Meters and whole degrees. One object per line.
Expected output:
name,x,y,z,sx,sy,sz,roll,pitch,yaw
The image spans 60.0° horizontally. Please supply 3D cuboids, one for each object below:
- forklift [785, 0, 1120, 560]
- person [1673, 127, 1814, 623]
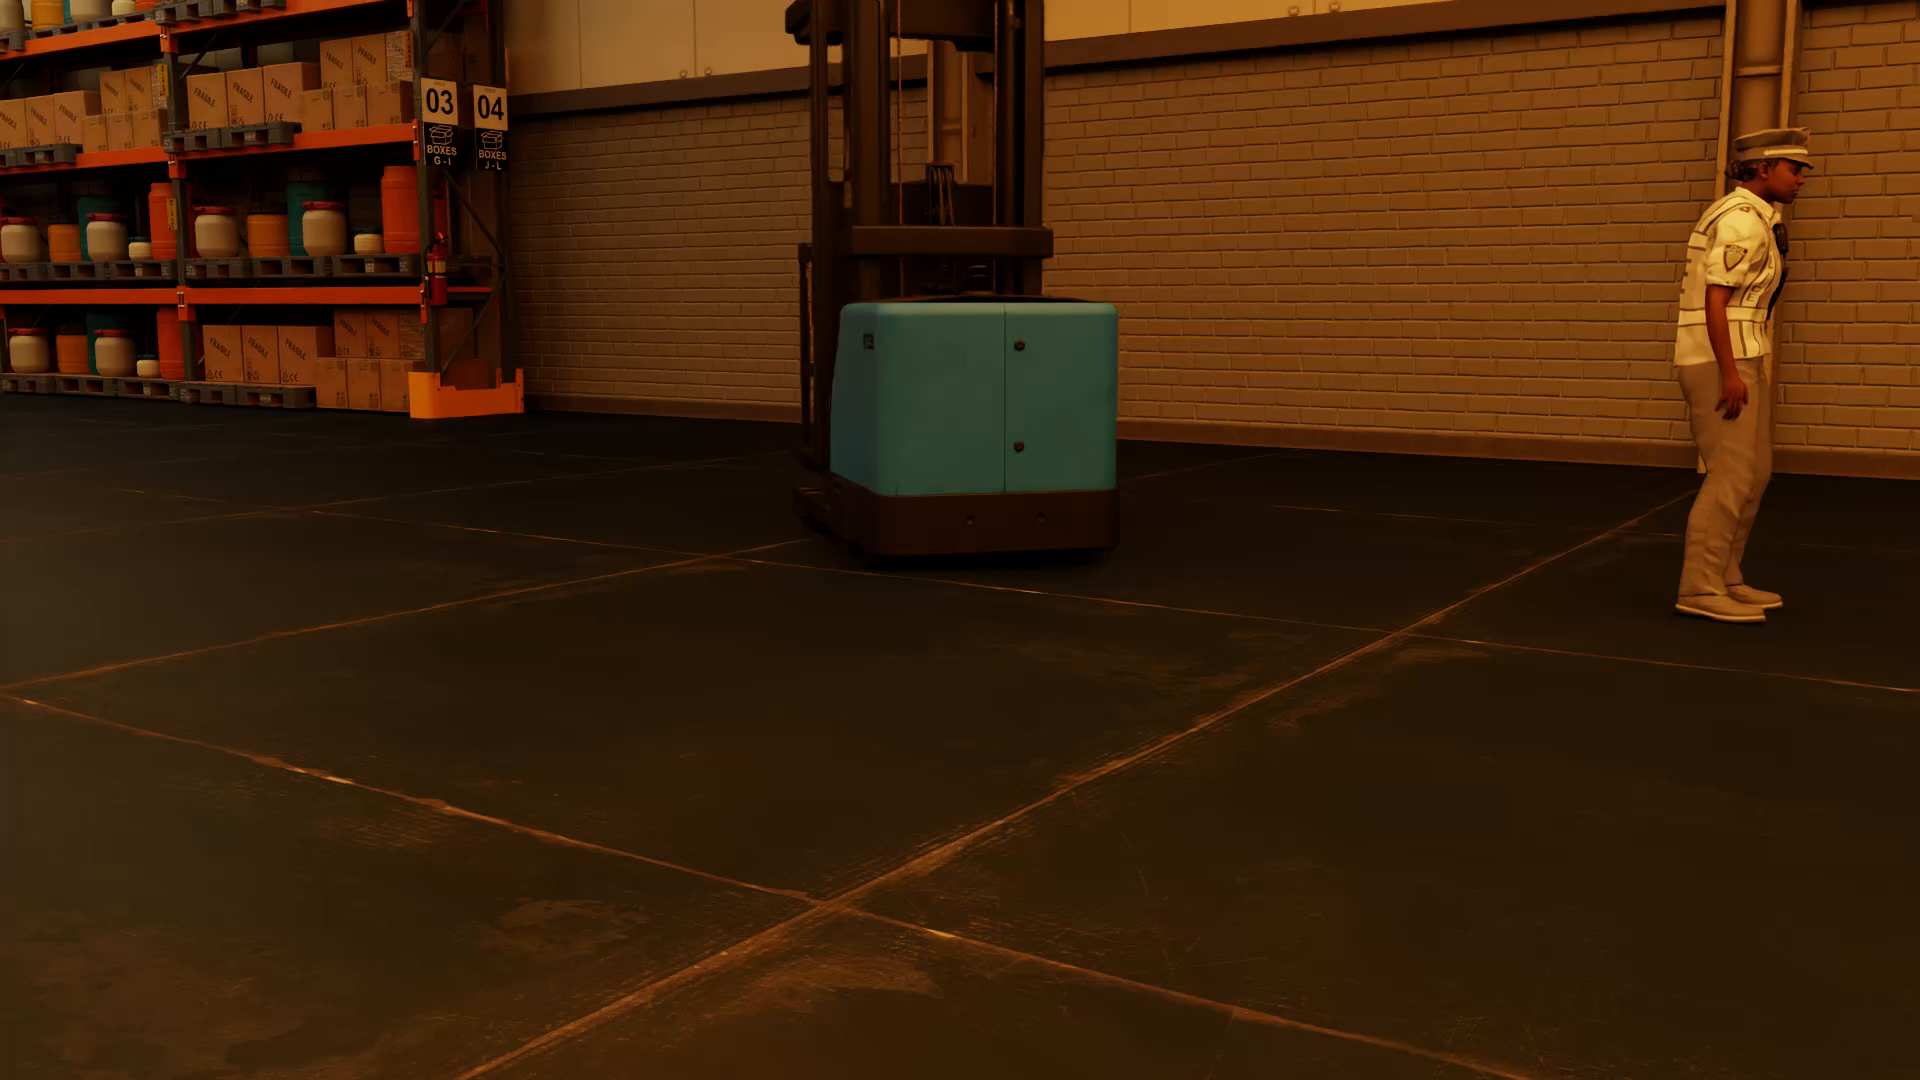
forklift,-0.220,-1.538,8.010,1.130,2.935,3.031,-2,8,-15
person,2.678,-0.569,5.741,0.393,1.658,0.502,5,10,33
